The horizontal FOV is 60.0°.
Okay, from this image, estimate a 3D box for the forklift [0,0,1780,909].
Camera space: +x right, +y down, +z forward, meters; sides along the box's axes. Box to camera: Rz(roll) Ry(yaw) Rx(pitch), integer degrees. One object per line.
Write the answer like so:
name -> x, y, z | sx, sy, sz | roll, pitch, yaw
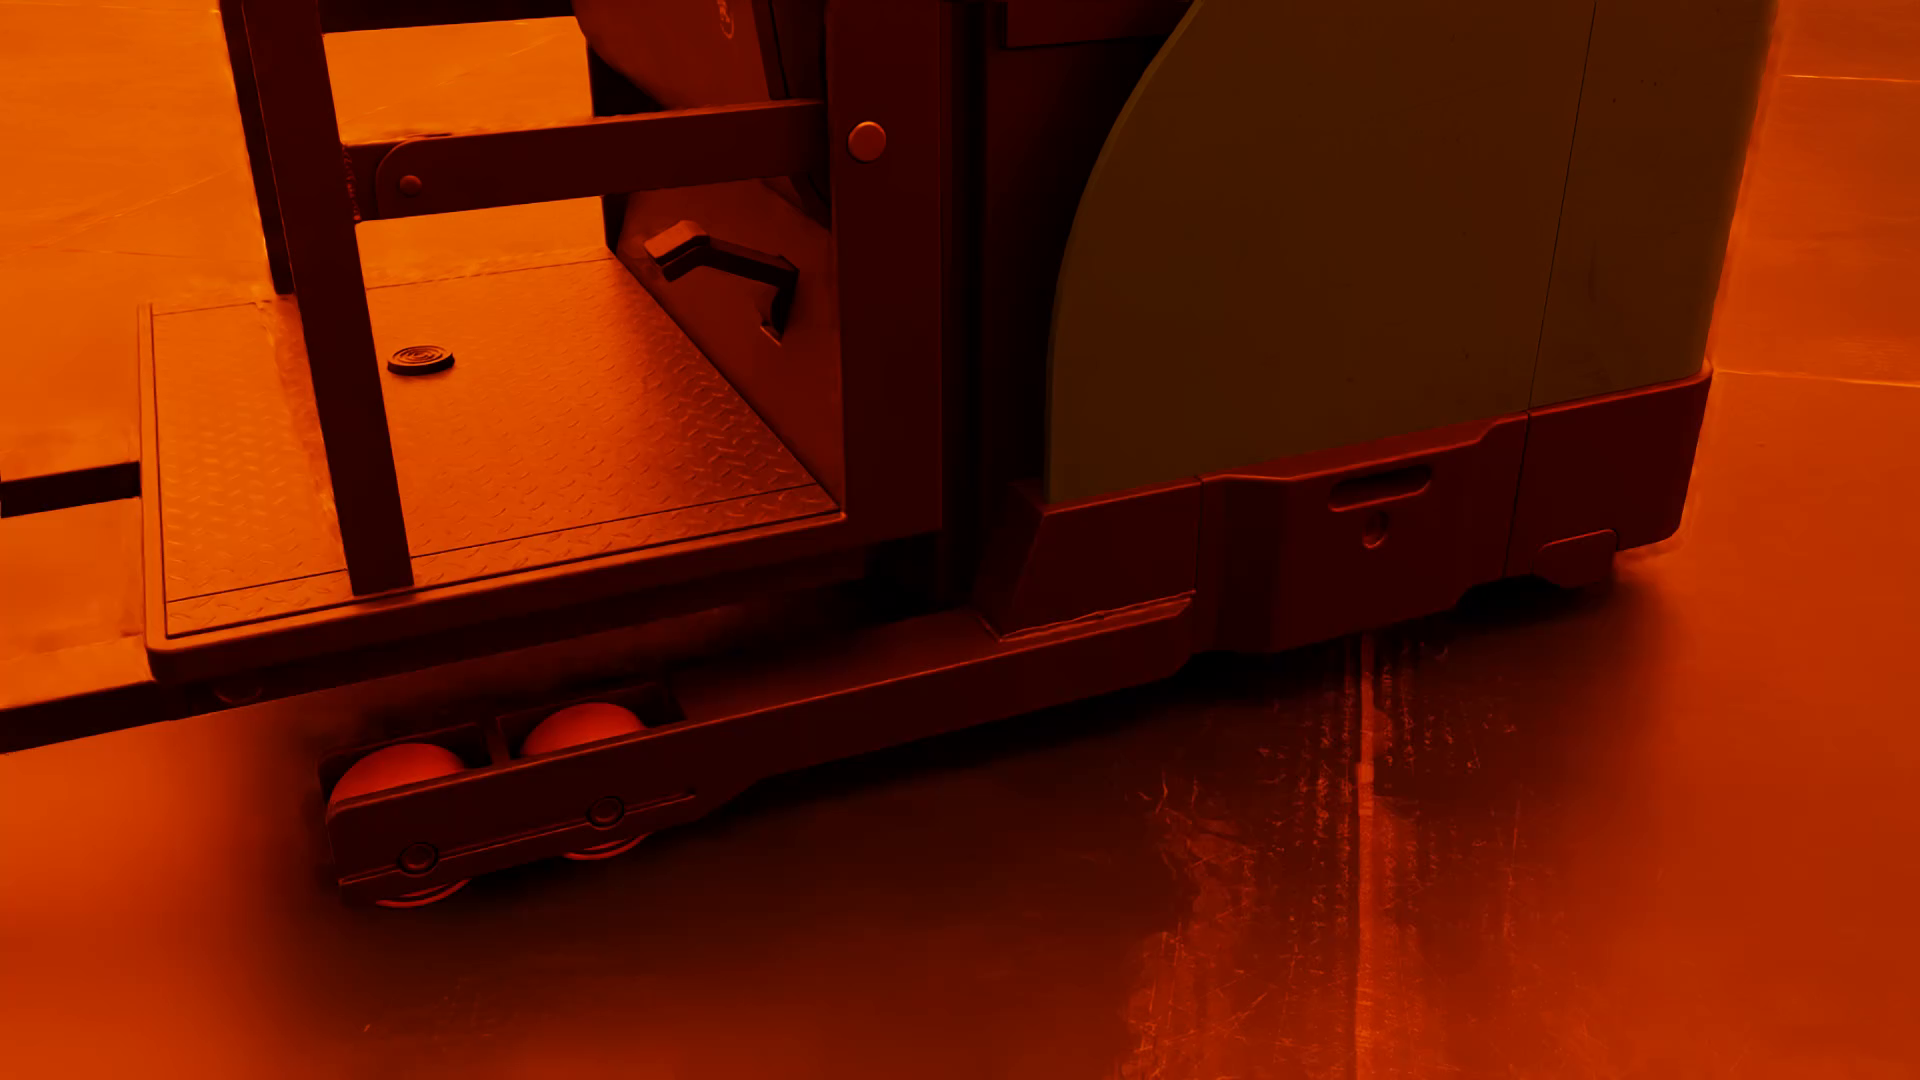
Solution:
forklift -> -0.523, -1.196, 1.617 | 3.031, 2.935, 1.130 | -11, 29, -21
